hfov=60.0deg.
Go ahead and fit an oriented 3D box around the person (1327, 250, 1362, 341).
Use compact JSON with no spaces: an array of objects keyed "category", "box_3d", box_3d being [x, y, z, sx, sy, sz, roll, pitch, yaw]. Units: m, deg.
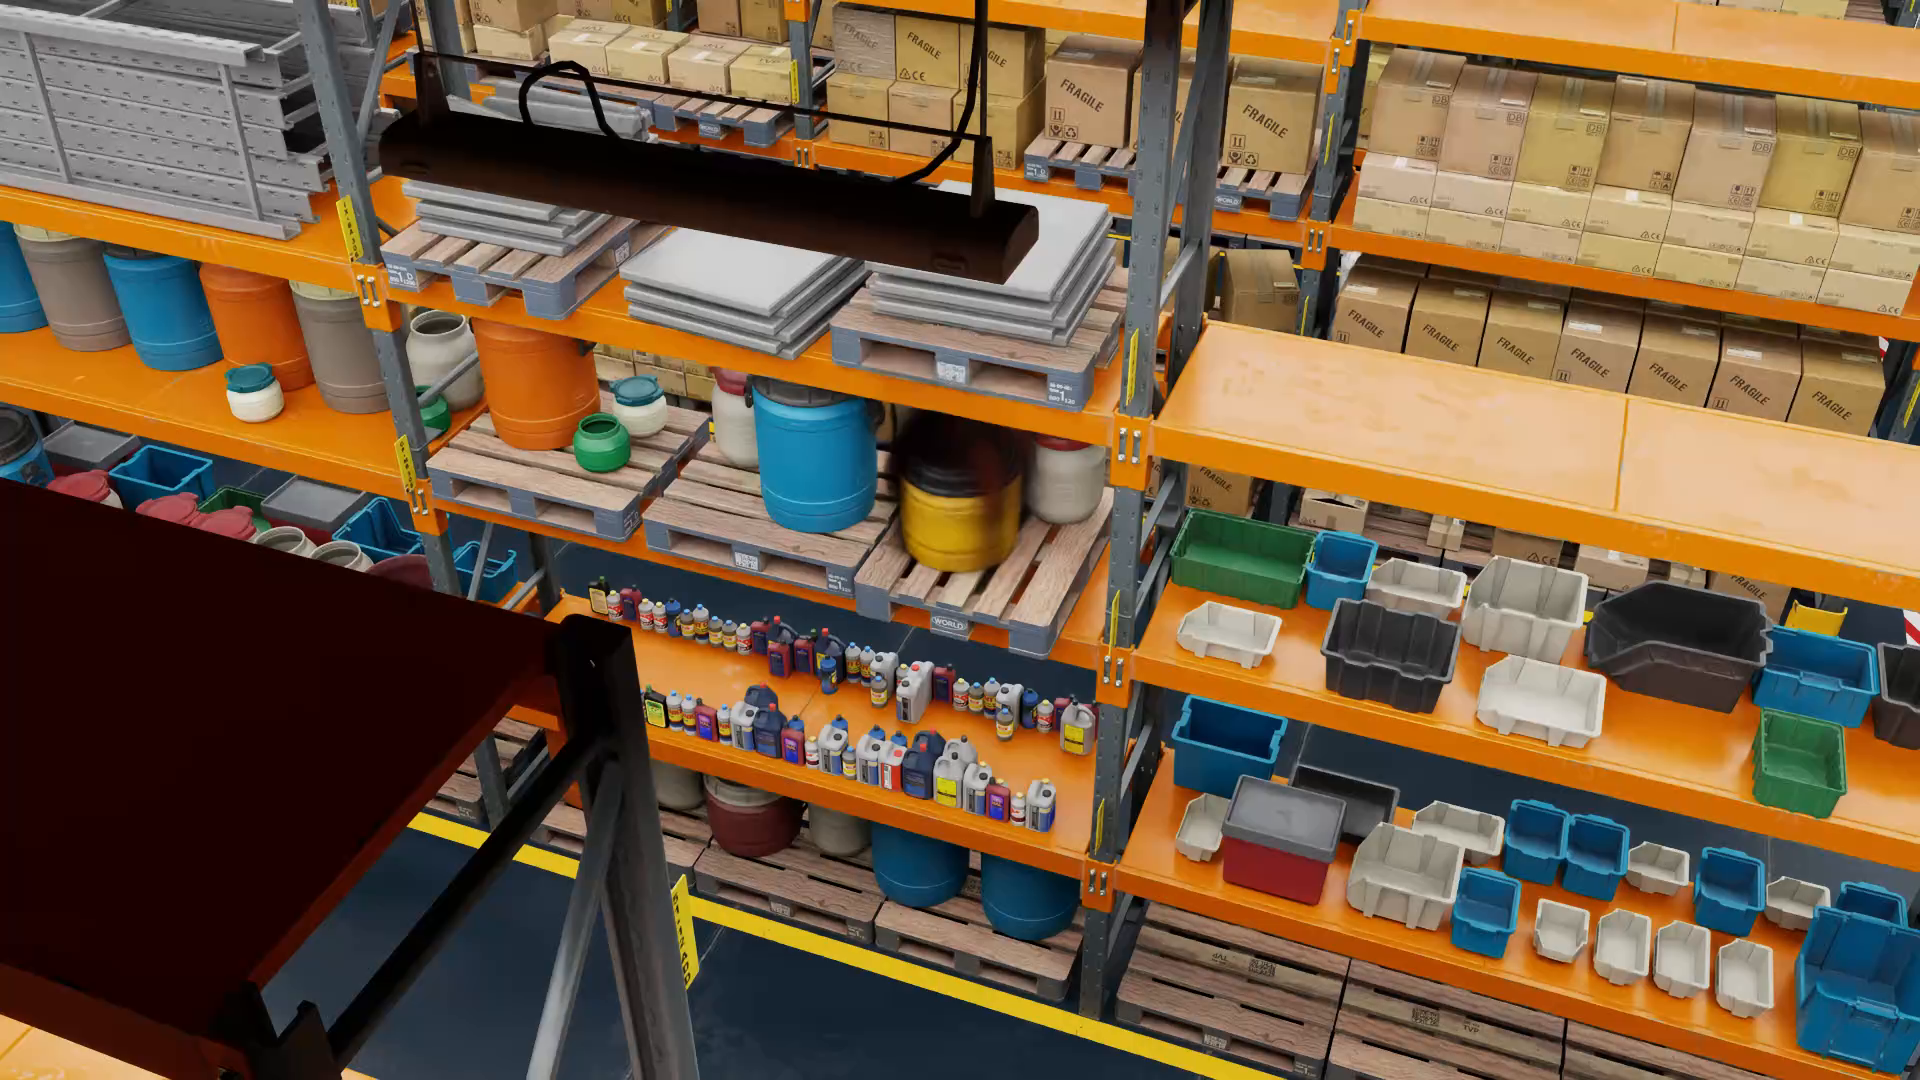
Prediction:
[{"category":"person","box_3d":[3.605,-2.106,14.857,0.665,1.622,0.489,12,38,16]}]
